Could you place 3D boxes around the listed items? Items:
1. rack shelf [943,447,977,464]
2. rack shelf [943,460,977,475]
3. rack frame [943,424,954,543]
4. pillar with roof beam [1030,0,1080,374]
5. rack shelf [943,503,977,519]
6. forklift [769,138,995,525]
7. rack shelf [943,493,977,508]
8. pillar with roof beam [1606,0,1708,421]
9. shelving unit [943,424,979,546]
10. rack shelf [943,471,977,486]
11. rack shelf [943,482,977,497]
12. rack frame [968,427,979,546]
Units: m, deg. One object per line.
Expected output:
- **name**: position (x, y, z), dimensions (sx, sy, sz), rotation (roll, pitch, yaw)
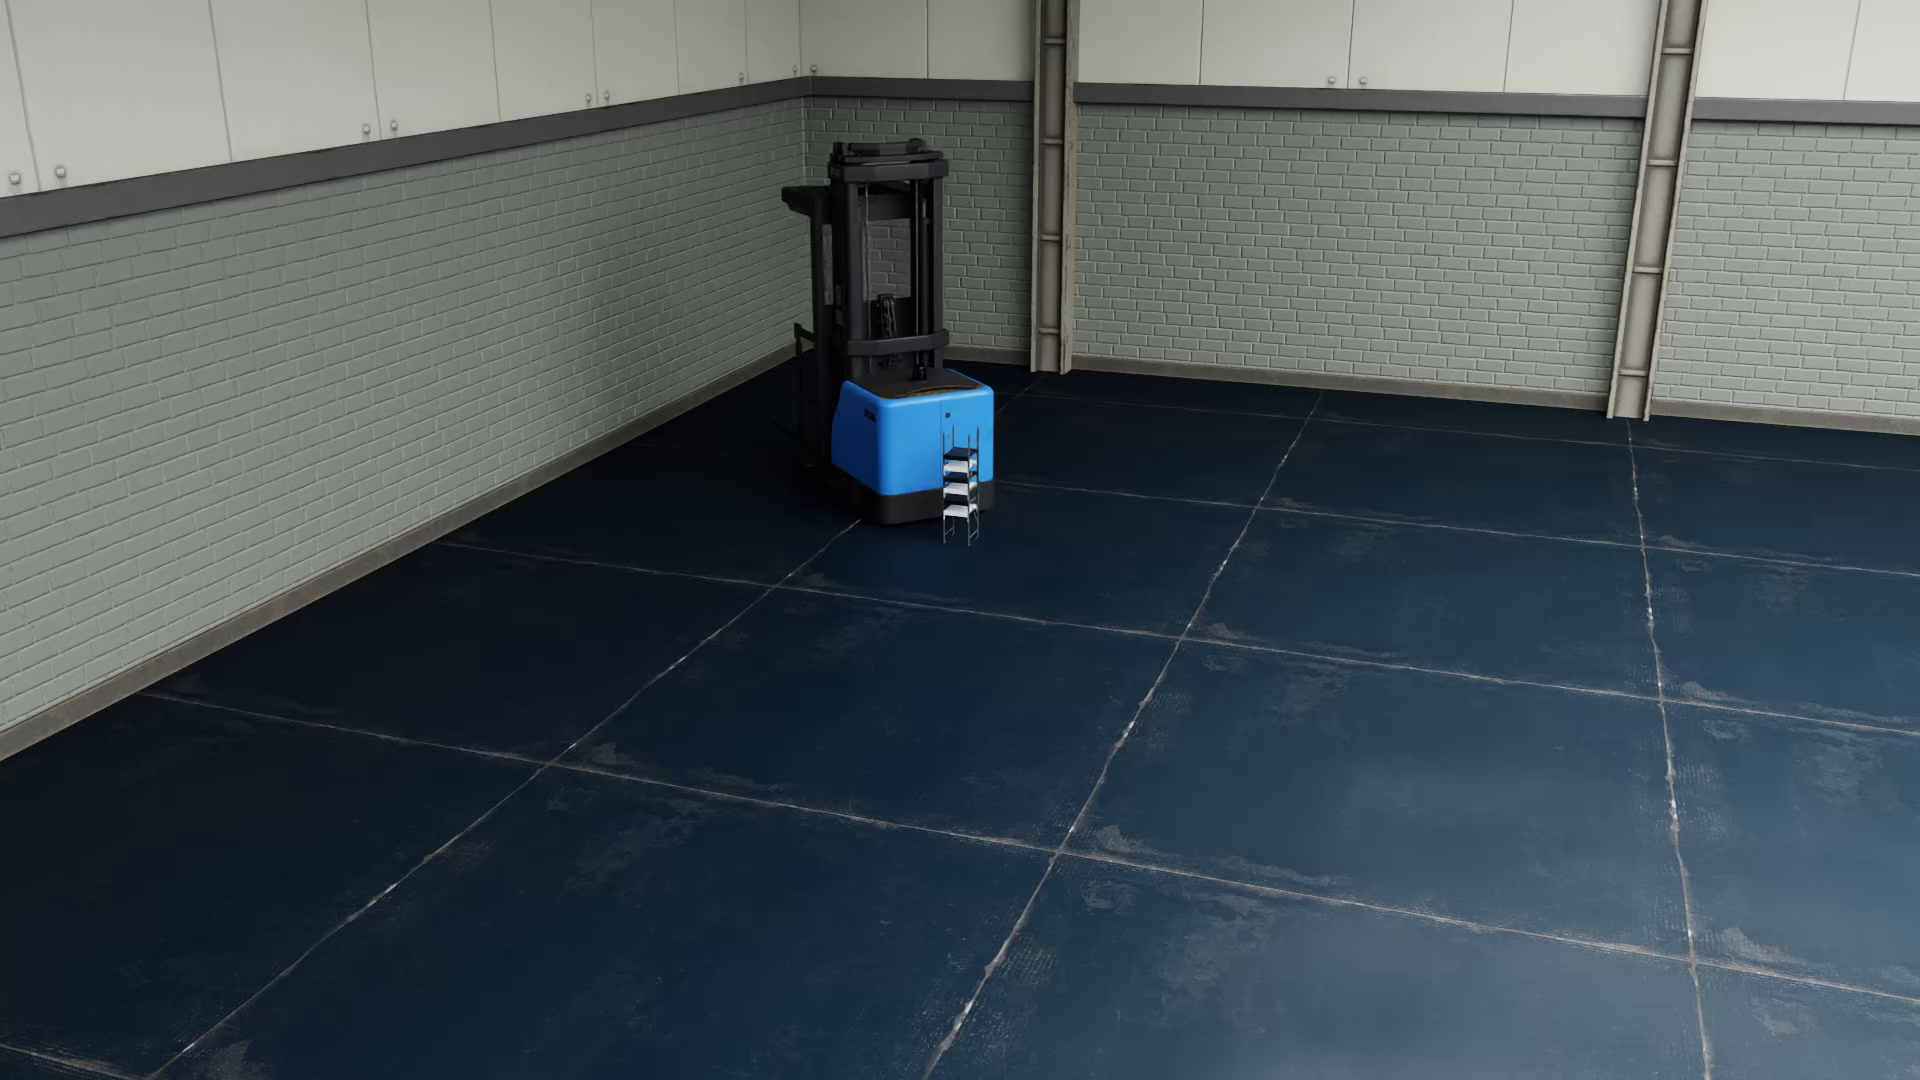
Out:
- **rack shelf**: position (0.008, -0.648, 12.848), dimensions (0.200, 0.077, 0.258), rotation (7, 20, 18)
- **rack shelf**: position (0.008, -0.563, 12.877), dimensions (0.200, 0.077, 0.258), rotation (7, 20, 18)
- **rack frame**: position (-0.088, -0.435, 12.957), dimensions (0.006, 0.900, 0.240), rotation (7, 20, 18)
- **pillar with roof beam**: position (-0.400, -4.805, 13.190), dimensions (0.400, 9.000, 9.100), rotation (7, 20, 18)
- **rack shelf**: position (0.008, -0.223, 12.996), dimensions (0.200, 0.077, 0.258), rotation (7, 20, 18)
- **forklift**: position (-0.829, -1.949, 14.214), dimensions (1.130, 2.935, 3.031), rotation (-9, 21, -25)
- **rack shelf**: position (0.008, -0.308, 12.966), dimensions (0.200, 0.077, 0.258), rotation (7, 20, 18)
- **pillar with roof beam**: position (5.267, -4.157, 11.331), dimensions (0.400, 9.000, 9.100), rotation (7, 20, 18)
- **shelving unit**: position (0.008, -0.424, 12.926), dimensions (0.210, 0.900, 0.258), rotation (7, 20, 18)
- **rack shelf**: position (0.008, -0.478, 12.907), dimensions (0.200, 0.077, 0.258), rotation (7, 20, 18)
- **rack shelf**: position (0.008, -0.393, 12.937), dimensions (0.200, 0.077, 0.258), rotation (7, 20, 18)
- **rack frame**: position (0.104, -0.413, 12.894), dimensions (0.006, 0.900, 0.240), rotation (7, 20, 18)
